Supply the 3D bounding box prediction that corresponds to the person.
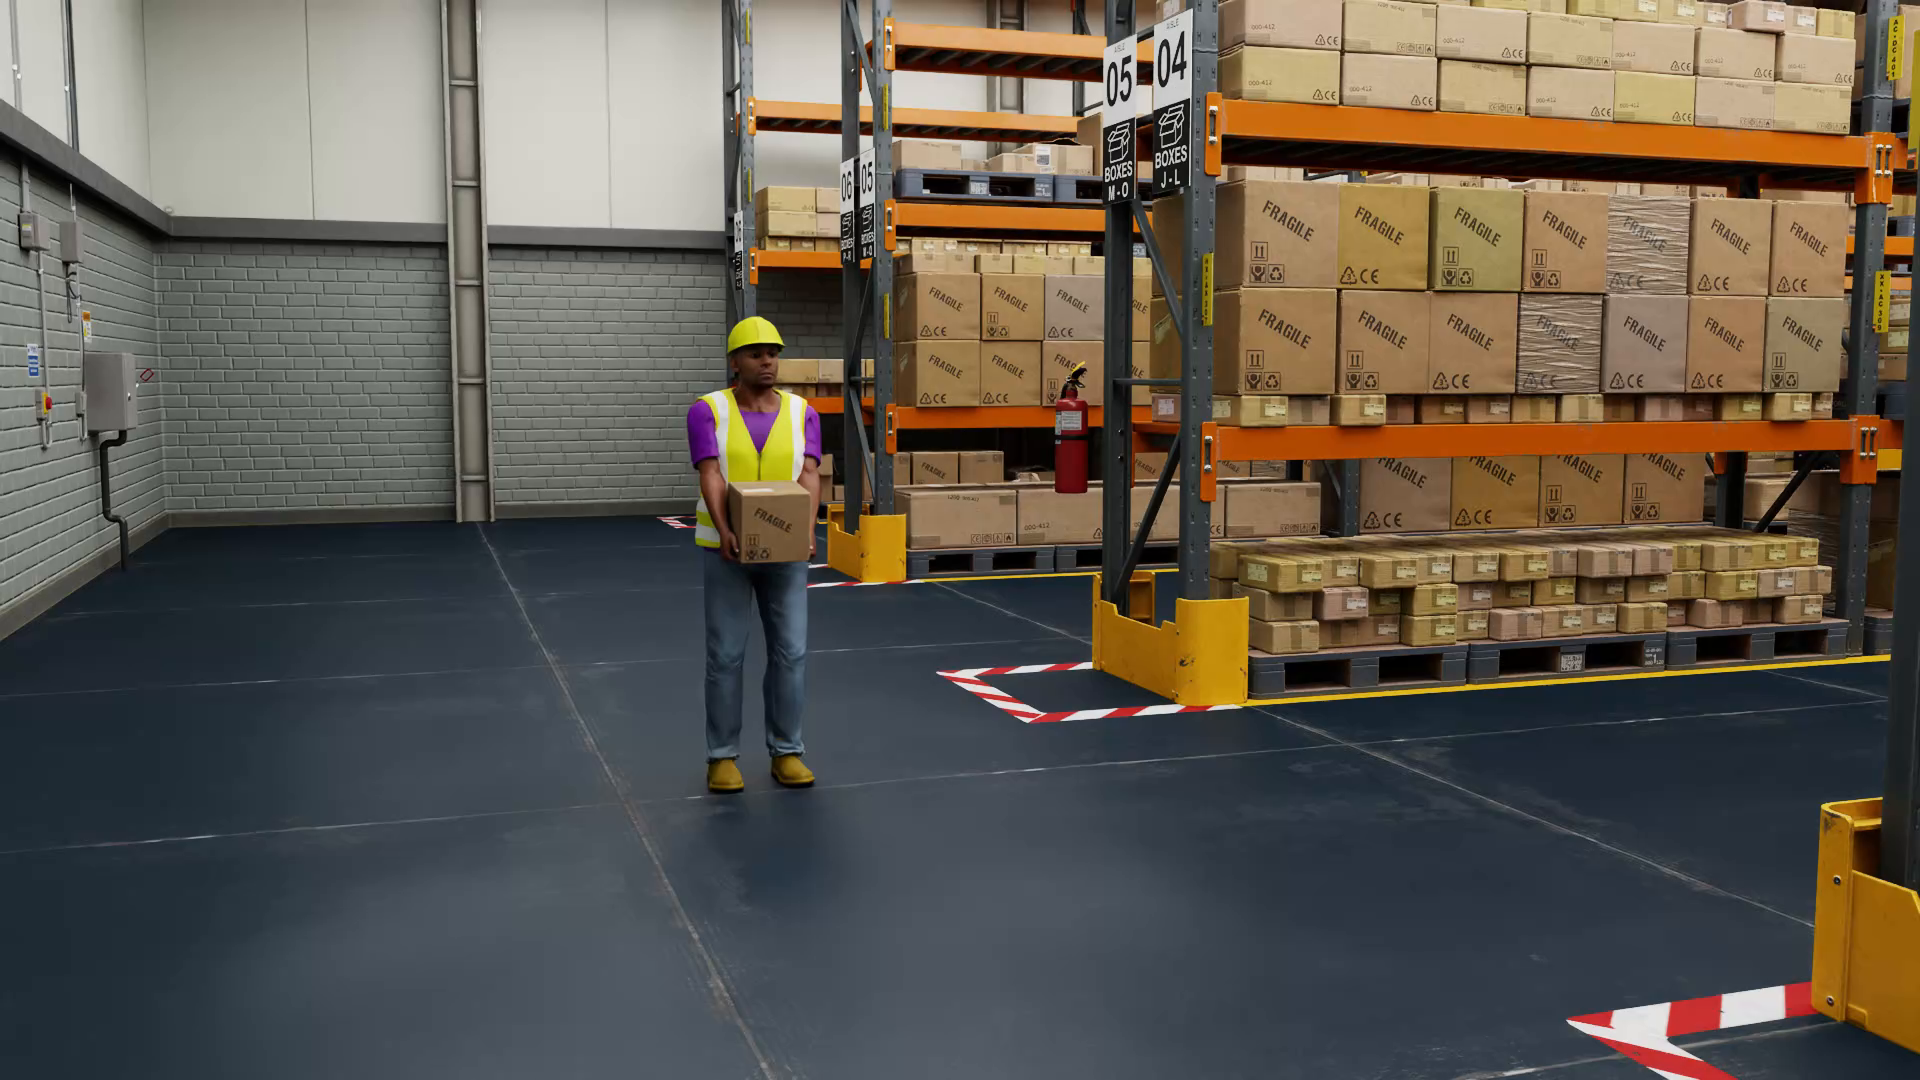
[{"bbox_3d":[-0.736,0.053,6.198,0.505,1.763,0.559,-2,6,-19],"label":"person"}]
